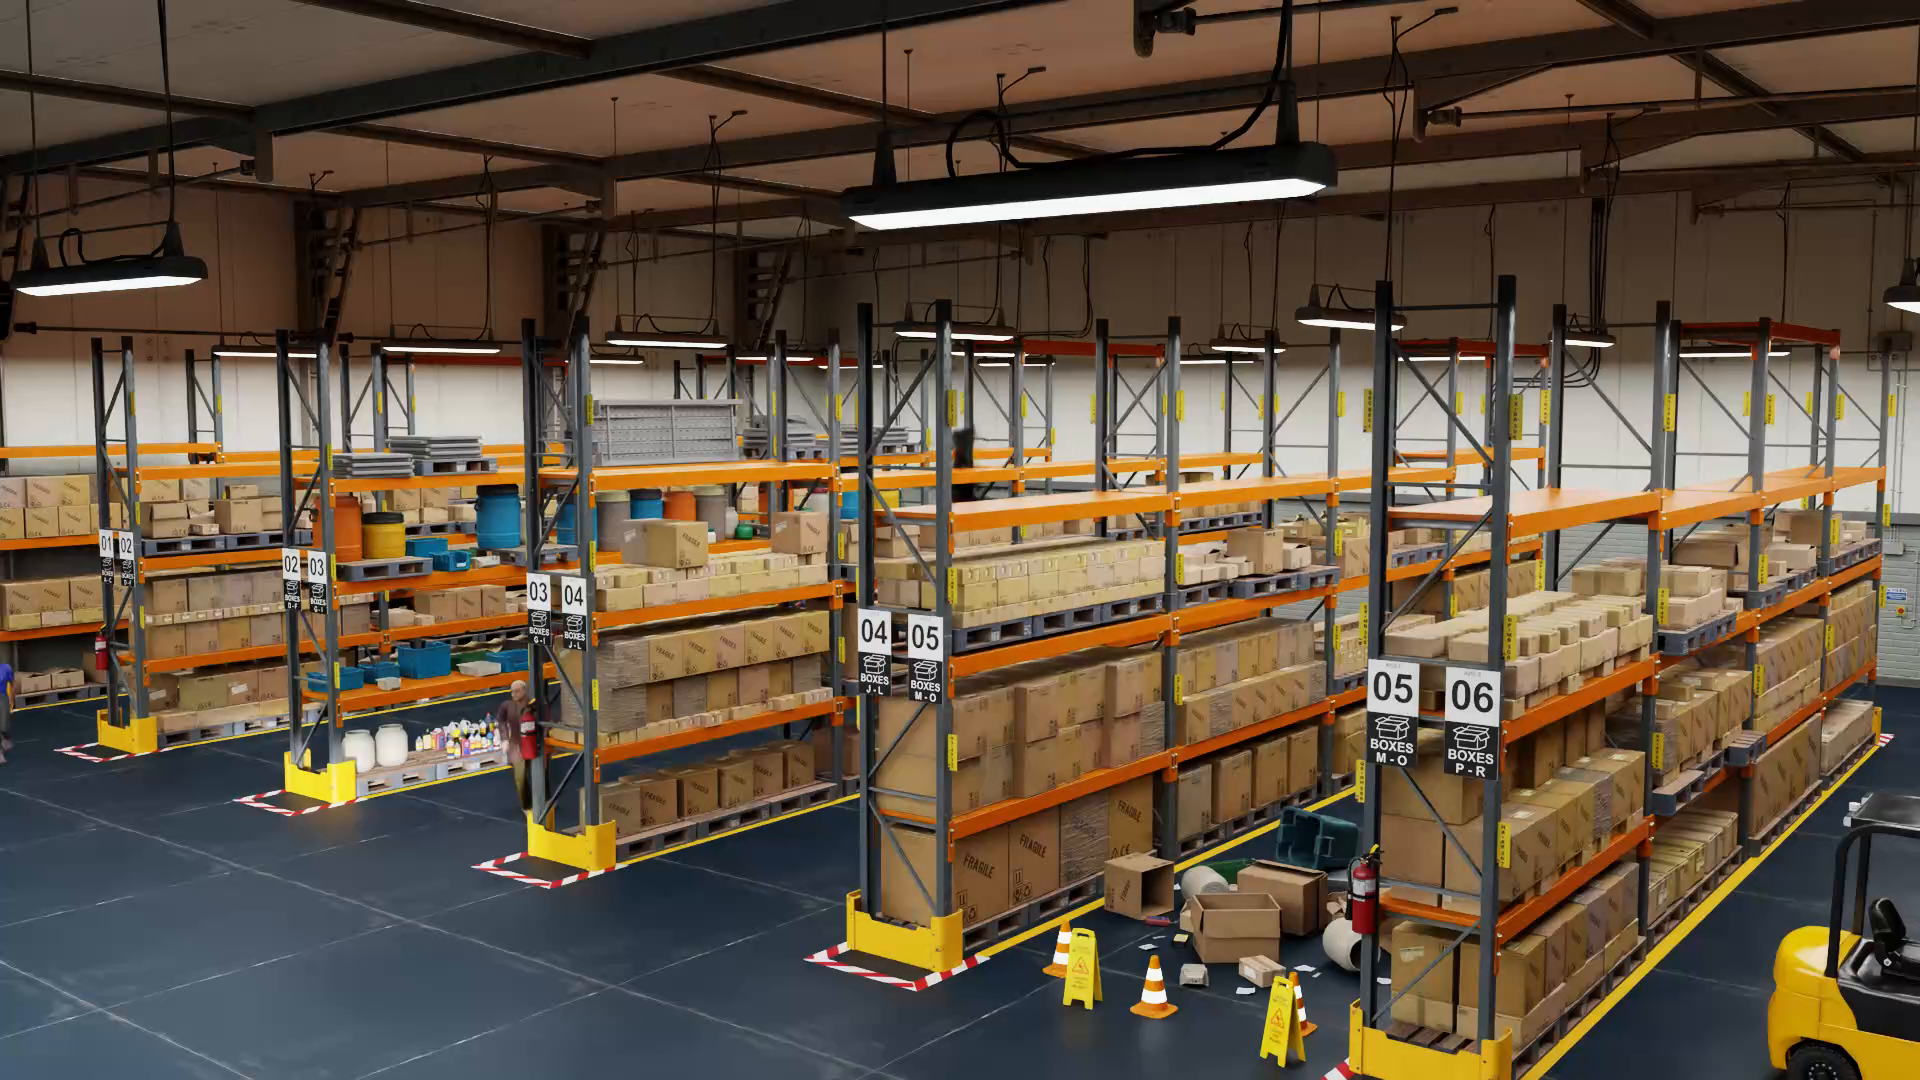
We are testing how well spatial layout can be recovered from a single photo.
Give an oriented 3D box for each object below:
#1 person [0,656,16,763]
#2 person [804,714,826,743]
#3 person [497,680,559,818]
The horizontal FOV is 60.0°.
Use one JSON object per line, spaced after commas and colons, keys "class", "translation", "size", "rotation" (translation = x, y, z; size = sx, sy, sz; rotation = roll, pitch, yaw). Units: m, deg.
{"class": "person", "translation": [-13.668, 2.324, 23.536], "size": [0.572, 1.632, 0.614], "rotation": [-3, 6, -35]}
{"class": "person", "translation": [-2.249, 2.234, 24.672], "size": [0.687, 1.591, 0.903], "rotation": [2, 5, 19]}
{"class": "person", "translation": [-5.310, 2.610, 20.467], "size": [0.717, 1.637, 0.884], "rotation": [-2, 5, -17]}
